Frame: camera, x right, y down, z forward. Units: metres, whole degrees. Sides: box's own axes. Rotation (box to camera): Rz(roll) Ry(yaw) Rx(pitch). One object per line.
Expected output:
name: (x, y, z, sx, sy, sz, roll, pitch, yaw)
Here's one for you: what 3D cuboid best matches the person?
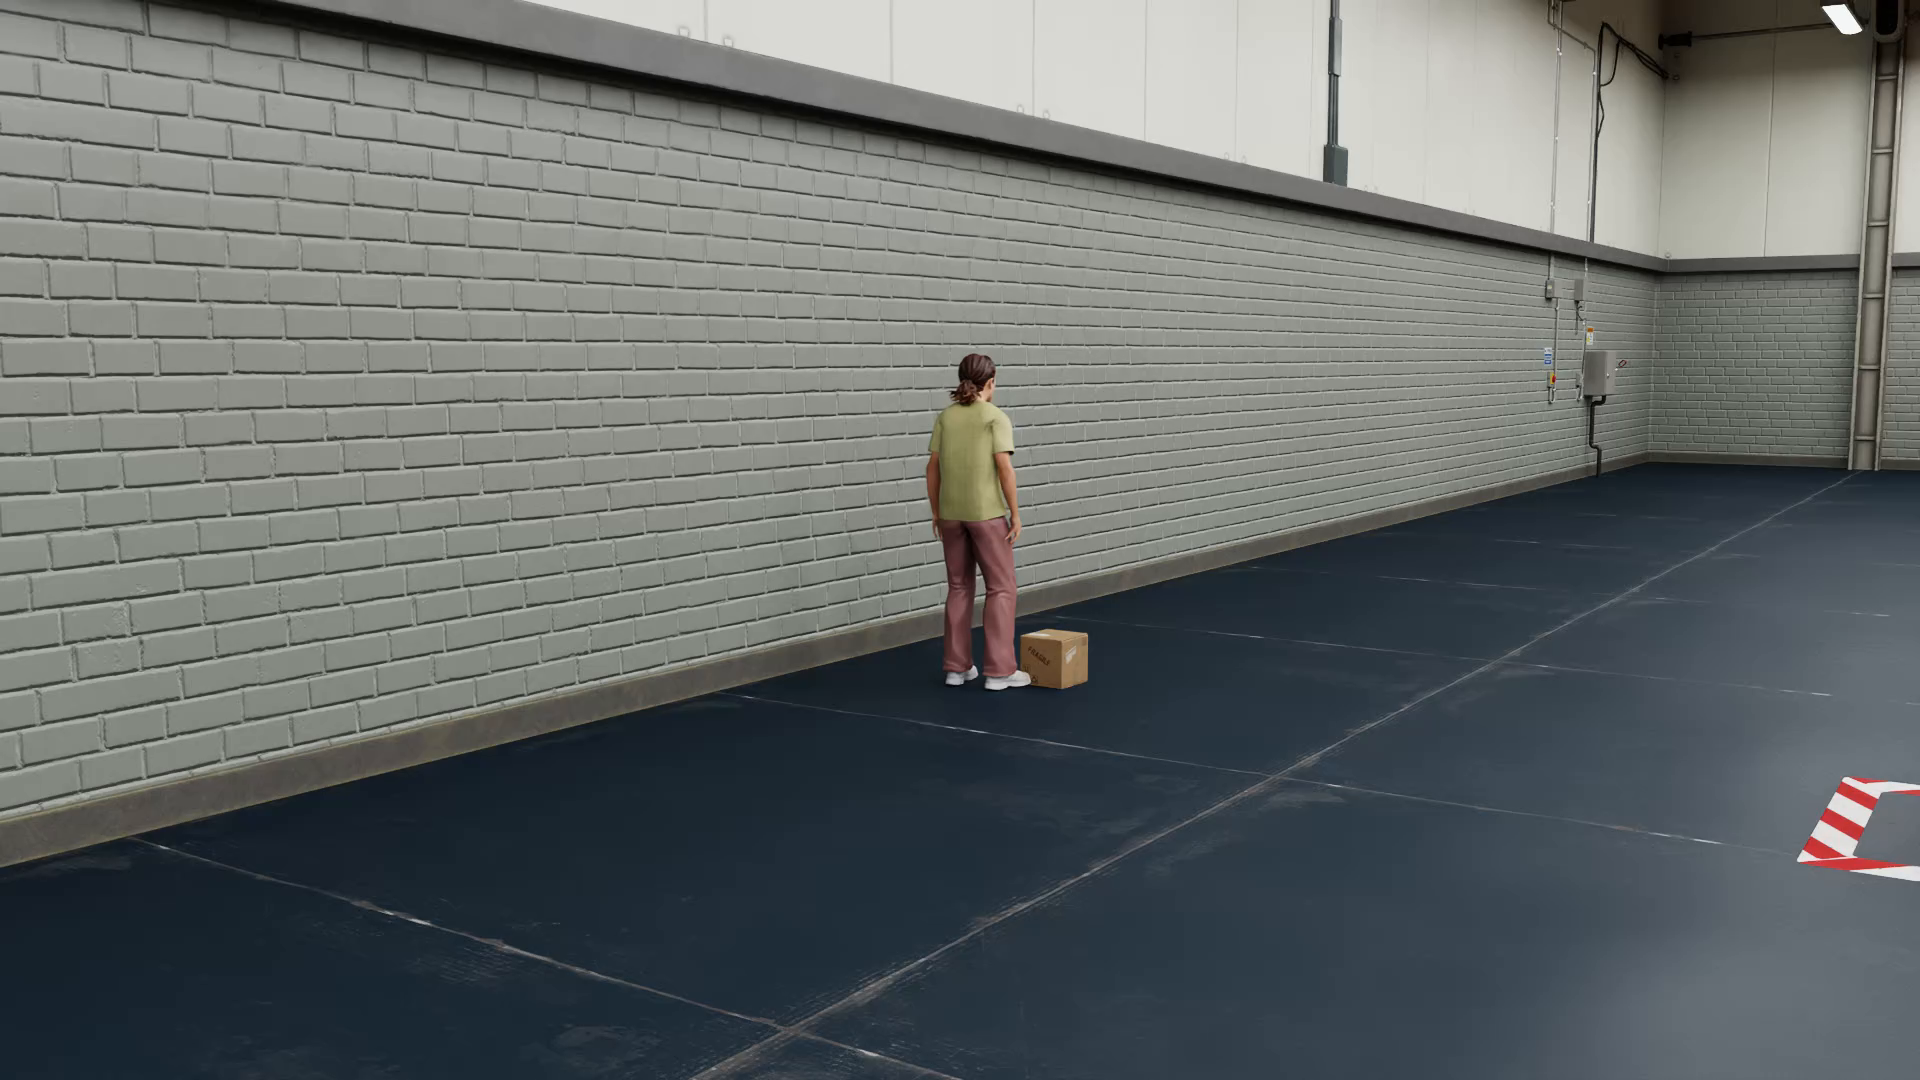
person: (0.085, -0.098, 8.350, 0.511, 1.671, 0.363, 4, 7, 30)
